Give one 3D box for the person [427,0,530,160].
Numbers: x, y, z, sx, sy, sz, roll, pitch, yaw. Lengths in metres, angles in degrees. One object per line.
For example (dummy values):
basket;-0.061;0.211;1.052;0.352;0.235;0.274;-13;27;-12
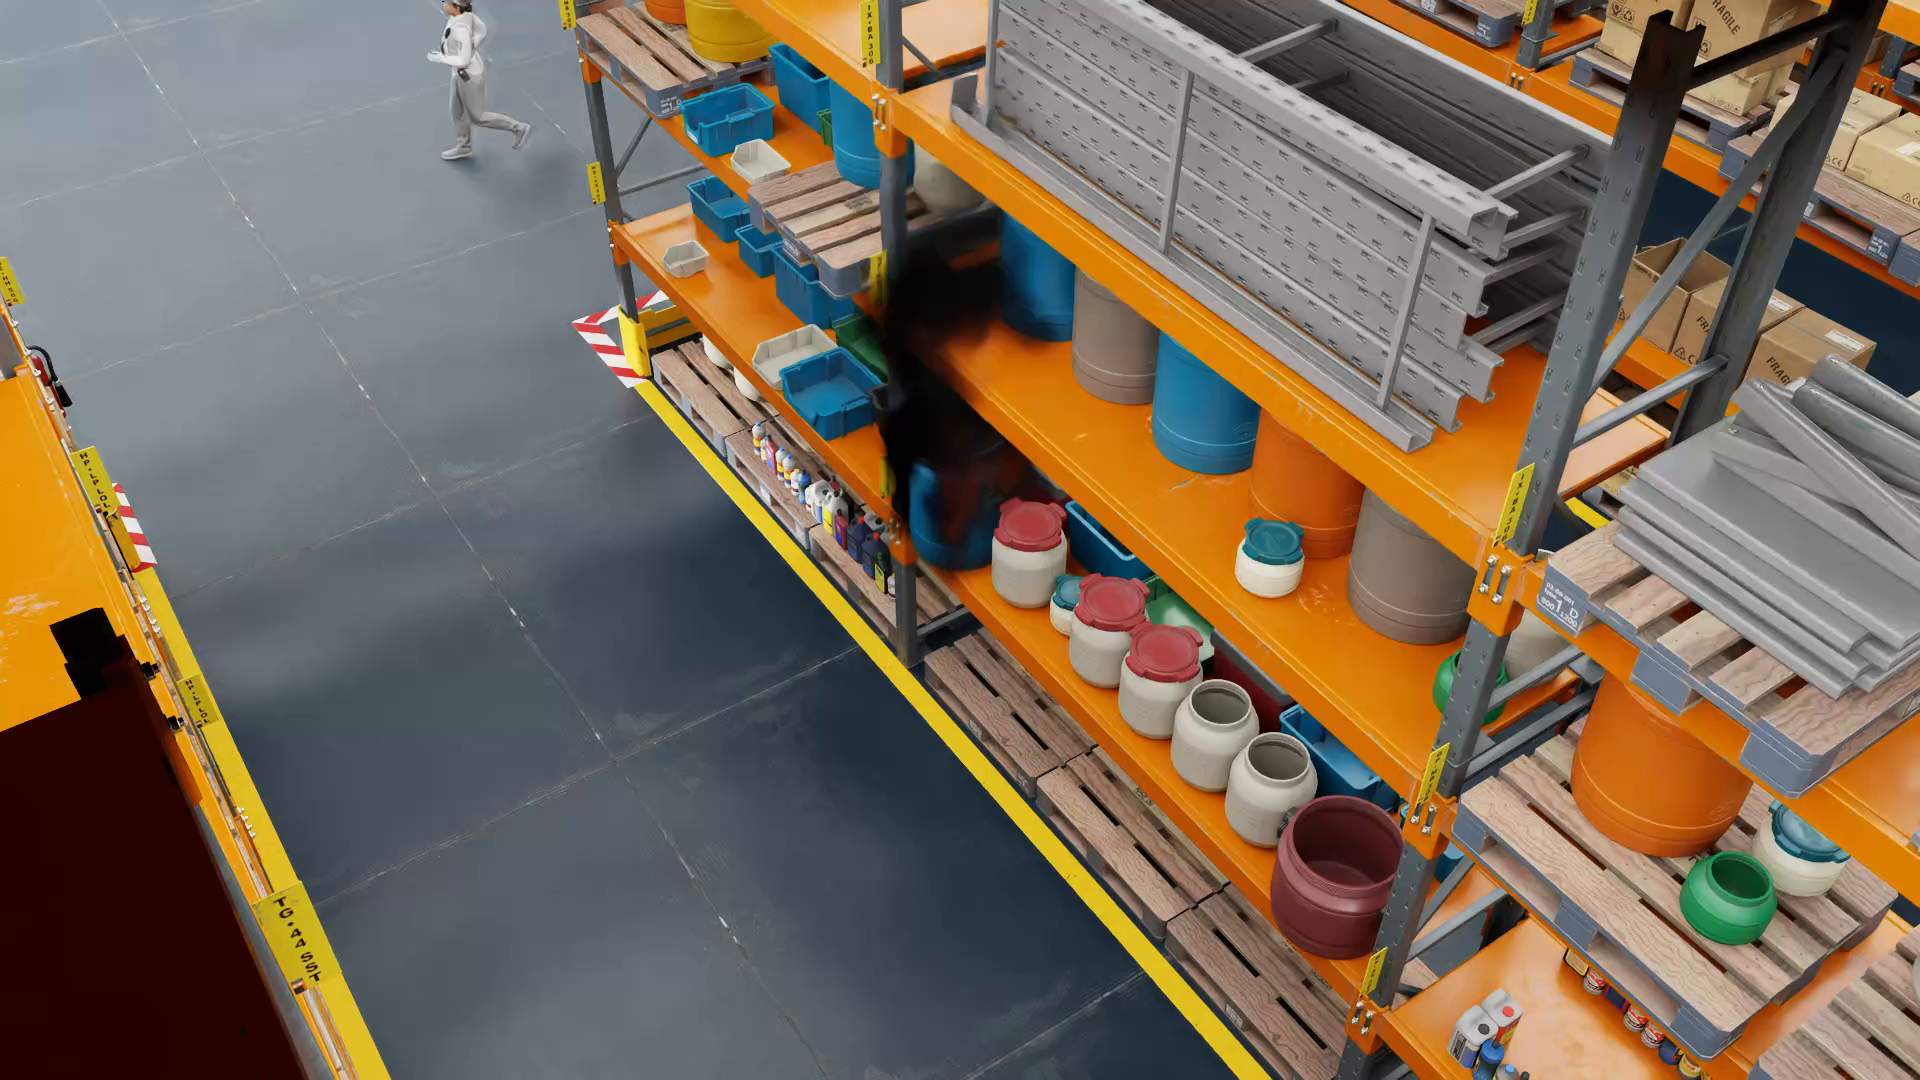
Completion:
person;-4.449;-4.254;15.138;0.862;1.667;0.625;-8;43;-9
